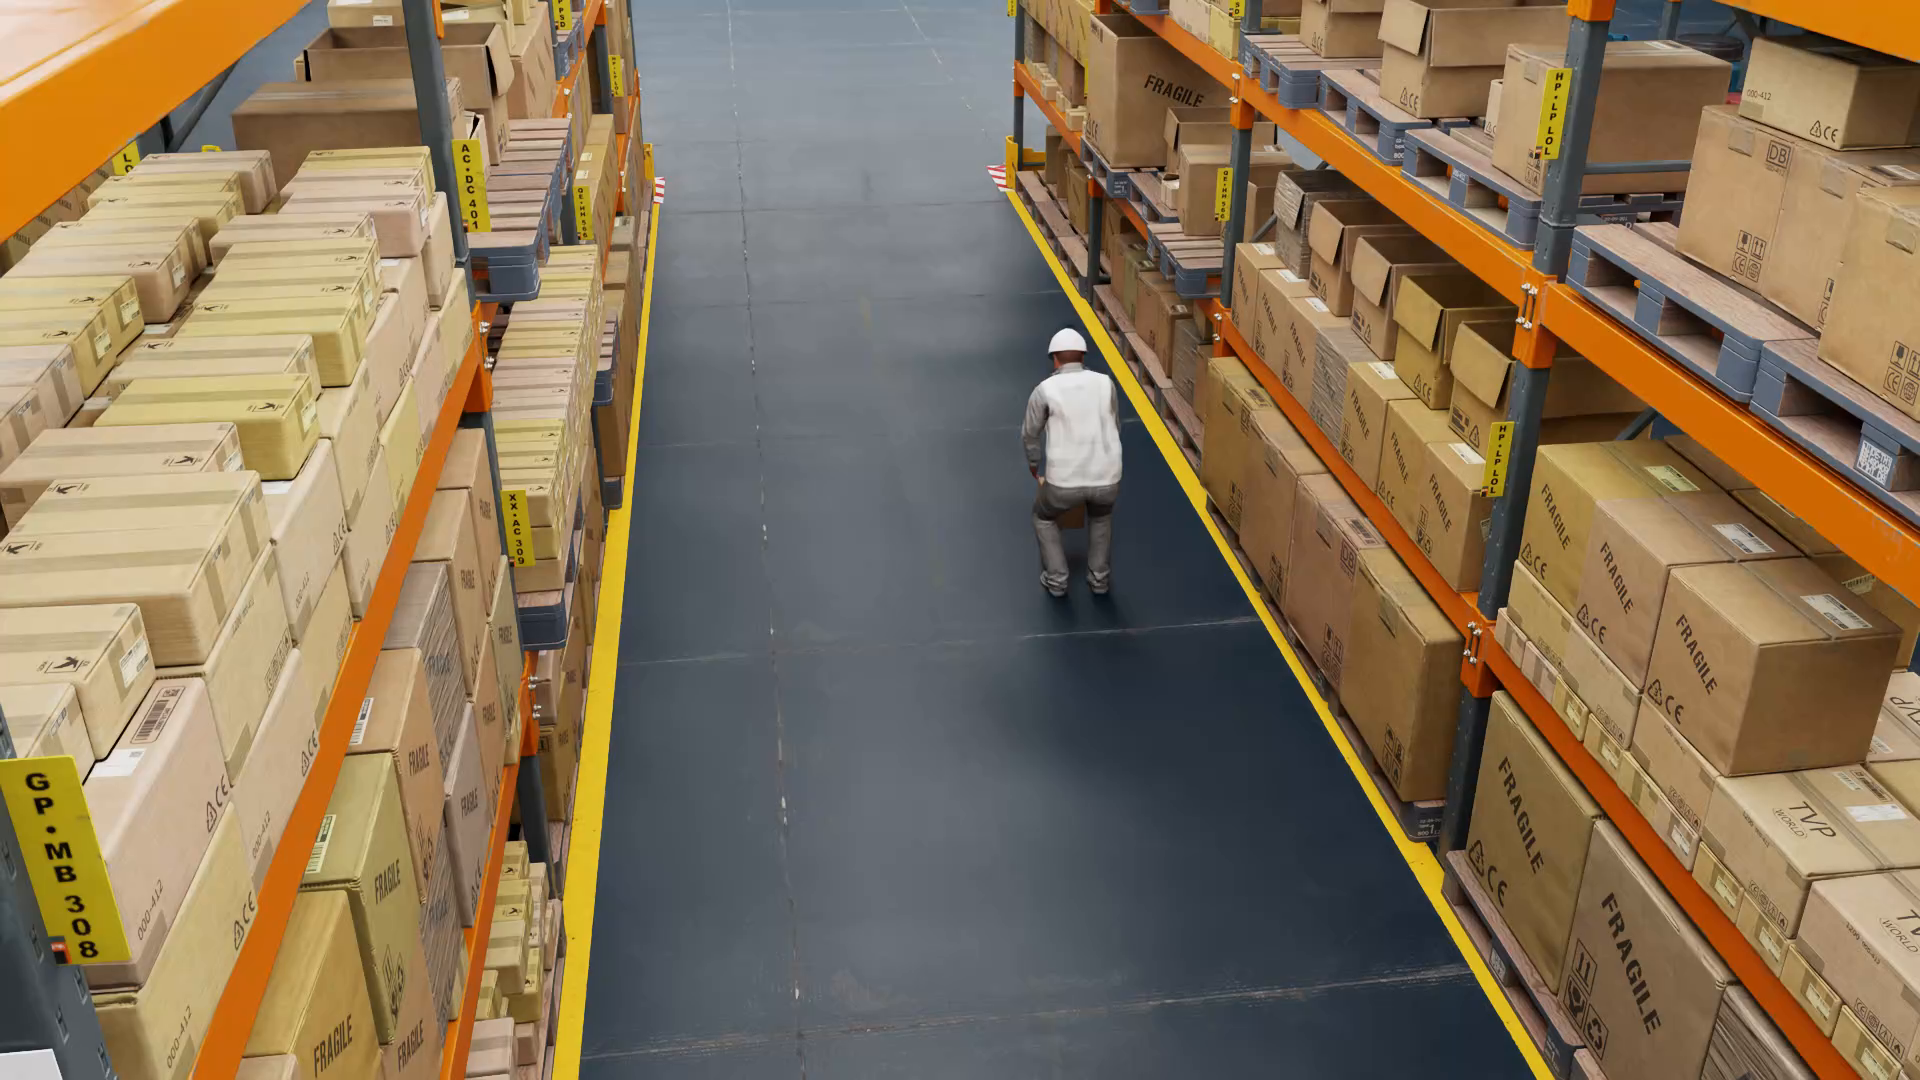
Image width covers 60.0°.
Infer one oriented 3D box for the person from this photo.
[{"bbox_3d":[0.653,-0.427,9.700,0.589,1.534,0.693,-3,27,-7],"label":"person"}]
